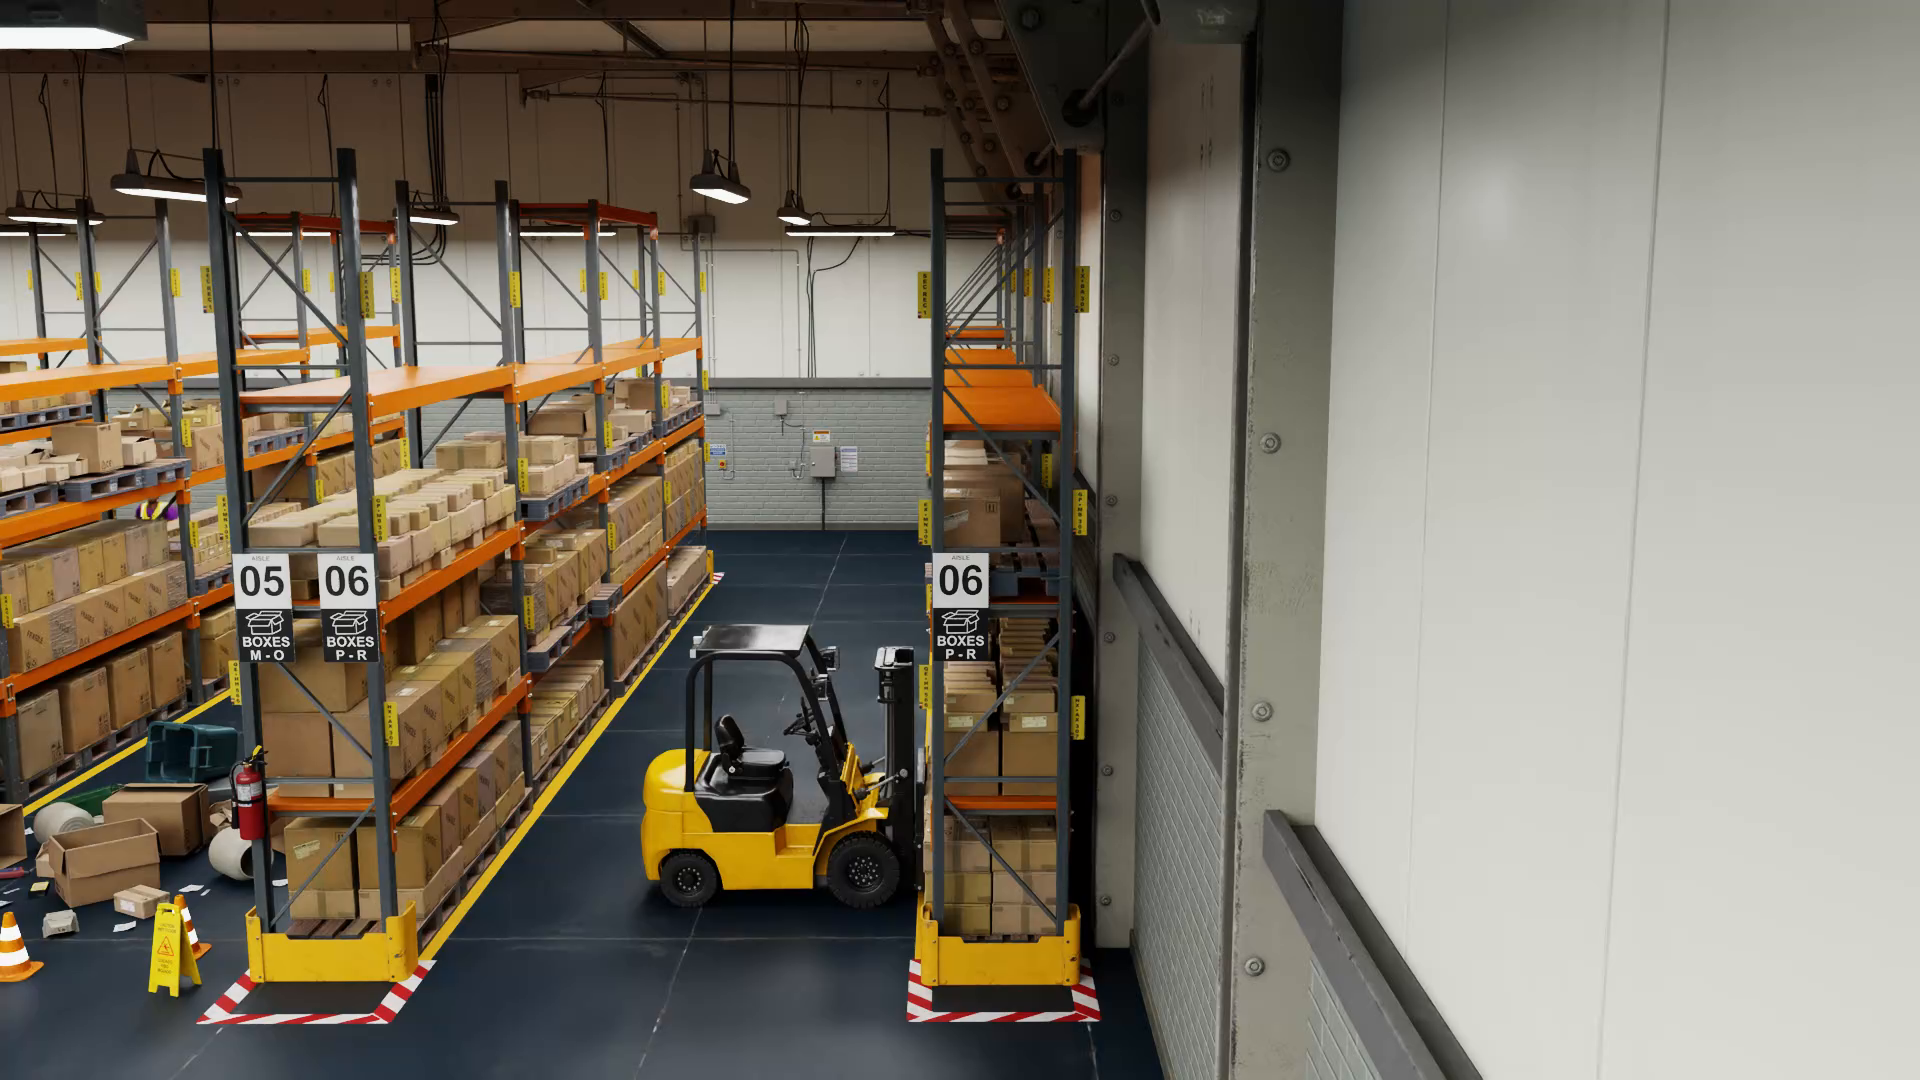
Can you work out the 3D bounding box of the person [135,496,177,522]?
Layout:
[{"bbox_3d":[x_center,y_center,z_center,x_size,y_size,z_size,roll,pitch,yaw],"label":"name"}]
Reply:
[{"bbox_3d":[-12.938,0.025,26.801,0.720,1.820,0.864,-1,9,-8],"label":"person"}]
